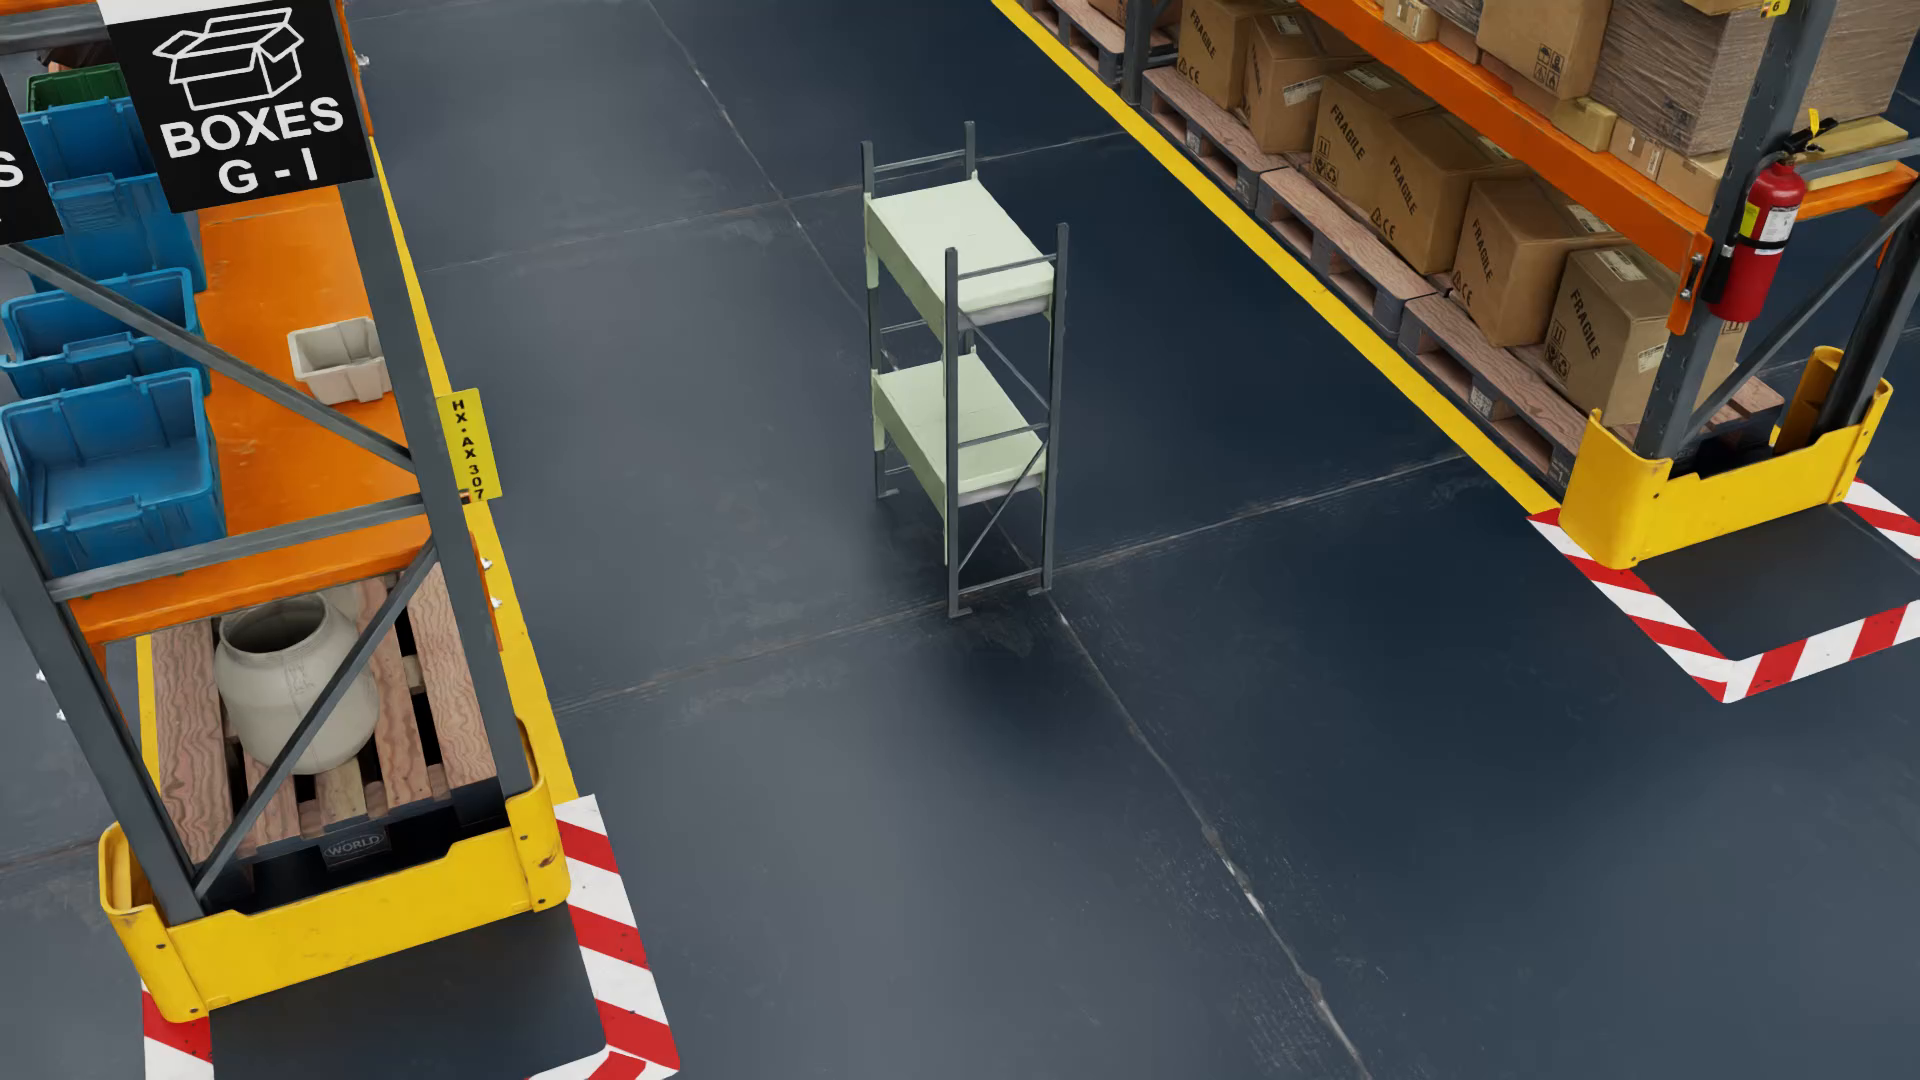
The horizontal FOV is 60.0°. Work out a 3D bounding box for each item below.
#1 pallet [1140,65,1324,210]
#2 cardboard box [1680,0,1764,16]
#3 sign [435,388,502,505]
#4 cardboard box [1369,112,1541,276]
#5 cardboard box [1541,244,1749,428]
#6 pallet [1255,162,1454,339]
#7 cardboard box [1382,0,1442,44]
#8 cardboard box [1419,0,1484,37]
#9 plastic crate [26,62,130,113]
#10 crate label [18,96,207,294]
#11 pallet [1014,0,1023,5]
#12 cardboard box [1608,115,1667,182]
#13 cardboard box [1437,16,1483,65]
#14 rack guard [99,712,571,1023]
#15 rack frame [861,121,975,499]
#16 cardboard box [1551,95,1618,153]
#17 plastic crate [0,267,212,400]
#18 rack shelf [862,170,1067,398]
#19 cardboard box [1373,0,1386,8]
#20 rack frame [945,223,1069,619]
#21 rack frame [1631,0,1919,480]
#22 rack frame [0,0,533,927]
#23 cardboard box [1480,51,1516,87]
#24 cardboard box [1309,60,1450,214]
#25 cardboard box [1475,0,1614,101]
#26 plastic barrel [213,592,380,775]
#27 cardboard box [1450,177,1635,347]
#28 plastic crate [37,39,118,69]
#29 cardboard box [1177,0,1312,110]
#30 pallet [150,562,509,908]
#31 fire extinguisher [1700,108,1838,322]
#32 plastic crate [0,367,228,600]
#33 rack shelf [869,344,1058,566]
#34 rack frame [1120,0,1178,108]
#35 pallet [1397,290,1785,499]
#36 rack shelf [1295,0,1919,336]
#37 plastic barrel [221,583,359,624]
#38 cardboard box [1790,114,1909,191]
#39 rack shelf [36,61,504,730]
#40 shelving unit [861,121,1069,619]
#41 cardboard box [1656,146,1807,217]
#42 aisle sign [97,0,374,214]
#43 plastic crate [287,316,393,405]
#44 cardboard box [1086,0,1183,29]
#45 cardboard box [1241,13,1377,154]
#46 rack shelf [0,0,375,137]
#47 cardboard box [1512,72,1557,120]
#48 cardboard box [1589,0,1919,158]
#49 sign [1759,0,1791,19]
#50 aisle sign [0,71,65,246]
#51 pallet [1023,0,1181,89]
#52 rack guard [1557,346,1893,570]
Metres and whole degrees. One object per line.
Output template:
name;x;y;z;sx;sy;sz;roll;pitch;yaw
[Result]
pallet;1.647;-2.174;8.616;1.003;0.211;1.213;-15;43;-17
cardboard box;2.449;-2.017;5.223;0.500;0.500;0.500;-15;43;-17
sign;-1.178;-0.221;3.995;0.100;0.325;0.005;-15;43;-17
cardboard box;2.182;-1.543;7.338;0.500;0.500;0.500;-11;42;-13
cardboard box;2.664;-0.809;6.486;0.500;0.500;0.500;-8;41;-9
pallet;2.118;-1.438;7.760;1.003;0.211;1.213;-15;43;-17
cardboard box;1.917;-2.120;6.607;0.380;0.149;0.250;-15;43;-17
cardboard box;2.249;-2.290;6.307;0.875;0.500;0.500;-15;43;-17
plastic crate;-2.960;-1.423;5.767;0.450;0.188;0.662;-15;43;-17
crate label;-2.642;-1.037;5.128;0.502;0.435;0.616;-15;43;-17
pallet;0.587;-3.774;10.477;1.003;0.211;1.213;-15;43;-17
cardboard box;2.493;-1.393;5.762;0.380;0.149;0.250;-15;43;-17
cardboard box;2.095;-1.991;6.458;0.380;0.149;0.250;-15;43;-17
rack guard;-1.761;0.932;4.783;1.175;0.500;0.348;-15;43;-17
rack frame;-0.137;-0.785;6.013;0.400;1.500;0.023;-15;43;-17
cardboard box;2.350;-1.531;5.922;0.380;0.149;0.250;-15;43;-17
plastic crate;-2.399;-0.545;4.697;0.499;0.251;0.408;-15;43;-17
rack shelf;0.003;-0.861;5.502;0.431;0.370;0.720;-15;43;-17
cardboard box;1.886;-2.288;6.802;0.380;0.149;0.250;-15;43;-17
rack frame;0.143;-0.344;5.500;0.400;1.500;0.023;-15;43;-17
rack frame;2.888;-1.217;5.365;1.000;3.000;0.127;-15;43;-17
rack frame;-1.688;0.018;3.928;1.000;3.000;0.127;-15;43;-17
cardboard box;2.211;-1.846;6.289;0.380;0.149;0.250;-15;43;-17
cardboard box;2.010;-1.890;7.742;0.500;0.500;0.500;-19;44;-21
cardboard box;2.401;-1.978;5.944;0.875;0.500;0.500;-15;43;-17
plastic barrel;-2.011;0.425;5.041;0.421;0.512;0.421;0;41;0
cardboard box;2.404;-1.161;6.894;0.500;0.500;0.500;-5;41;-6
plastic crate;-3.136;-2.021;6.347;0.767;0.338;0.504;-15;43;-17
cardboard box;1.473;-2.588;8.554;0.500;0.500;0.500;-16;43;-18
pallet;-2.067;0.551;5.448;1.003;0.211;1.213;-15;43;-17
fire extinguisher;2.506;-1.004;5.177;0.296;0.674;0.183;-15;43;-17
plastic crate;-2.156;-0.152;4.241;0.499;0.251;0.616;-15;43;-17
rack shelf;0.003;-0.317;5.969;0.431;0.370;0.720;-15;43;-17
rack frame;1.357;-3.627;8.167;1.000;3.000;0.127;-15;43;-17
pallet;2.581;-0.704;6.907;1.003;0.211;1.213;-15;43;-17
rack shelf;2.123;-2.150;7.001;1.077;0.370;4.000;-15;43;-17
plastic barrel;-2.202;0.123;5.393;0.421;0.512;0.421;0;41;0
cardboard box;2.999;-1.353;5.716;0.380;0.149;0.250;-15;43;-17
rack shelf;-2.453;-0.914;5.564;1.077;0.370;4.000;-15;43;-17
shelving unit;0.003;-0.565;5.756;0.431;1.500;0.755;-15;43;-17
cardboard box;2.588;-1.242;5.587;0.380;0.149;0.250;-15;43;-17
aisle sign;-1.390;-0.997;3.115;0.394;0.787;0.004;-15;43;-17
plastic crate;-1.733;-0.501;4.735;0.298;0.136;0.250;-15;43;-17
cardboard box;1.142;-3.221;9.275;0.700;0.500;0.500;-18;44;-20
cardboard box;1.700;-2.244;8.155;0.500;0.500;0.500;-3;41;-3
rack shelf;-2.453;-2.051;4.586;1.077;0.370;4.000;-15;43;-17
cardboard box;2.268;-1.685;6.102;0.380;0.149;0.250;-15;43;-17
cardboard box;2.703;-1.706;5.629;0.875;0.500;0.500;-15;43;-17
sign;2.367;-1.650;4.738;0.100;0.325;0.005;-15;43;-17
aisle sign;-1.935;-0.850;2.944;0.394;0.787;0.004;-15;43;-17
pallet;1.058;-3.038;9.621;1.003;0.211;1.213;-15;43;-17
rack guard;2.859;-0.315;6.233;1.175;0.500;0.348;-15;43;-17
